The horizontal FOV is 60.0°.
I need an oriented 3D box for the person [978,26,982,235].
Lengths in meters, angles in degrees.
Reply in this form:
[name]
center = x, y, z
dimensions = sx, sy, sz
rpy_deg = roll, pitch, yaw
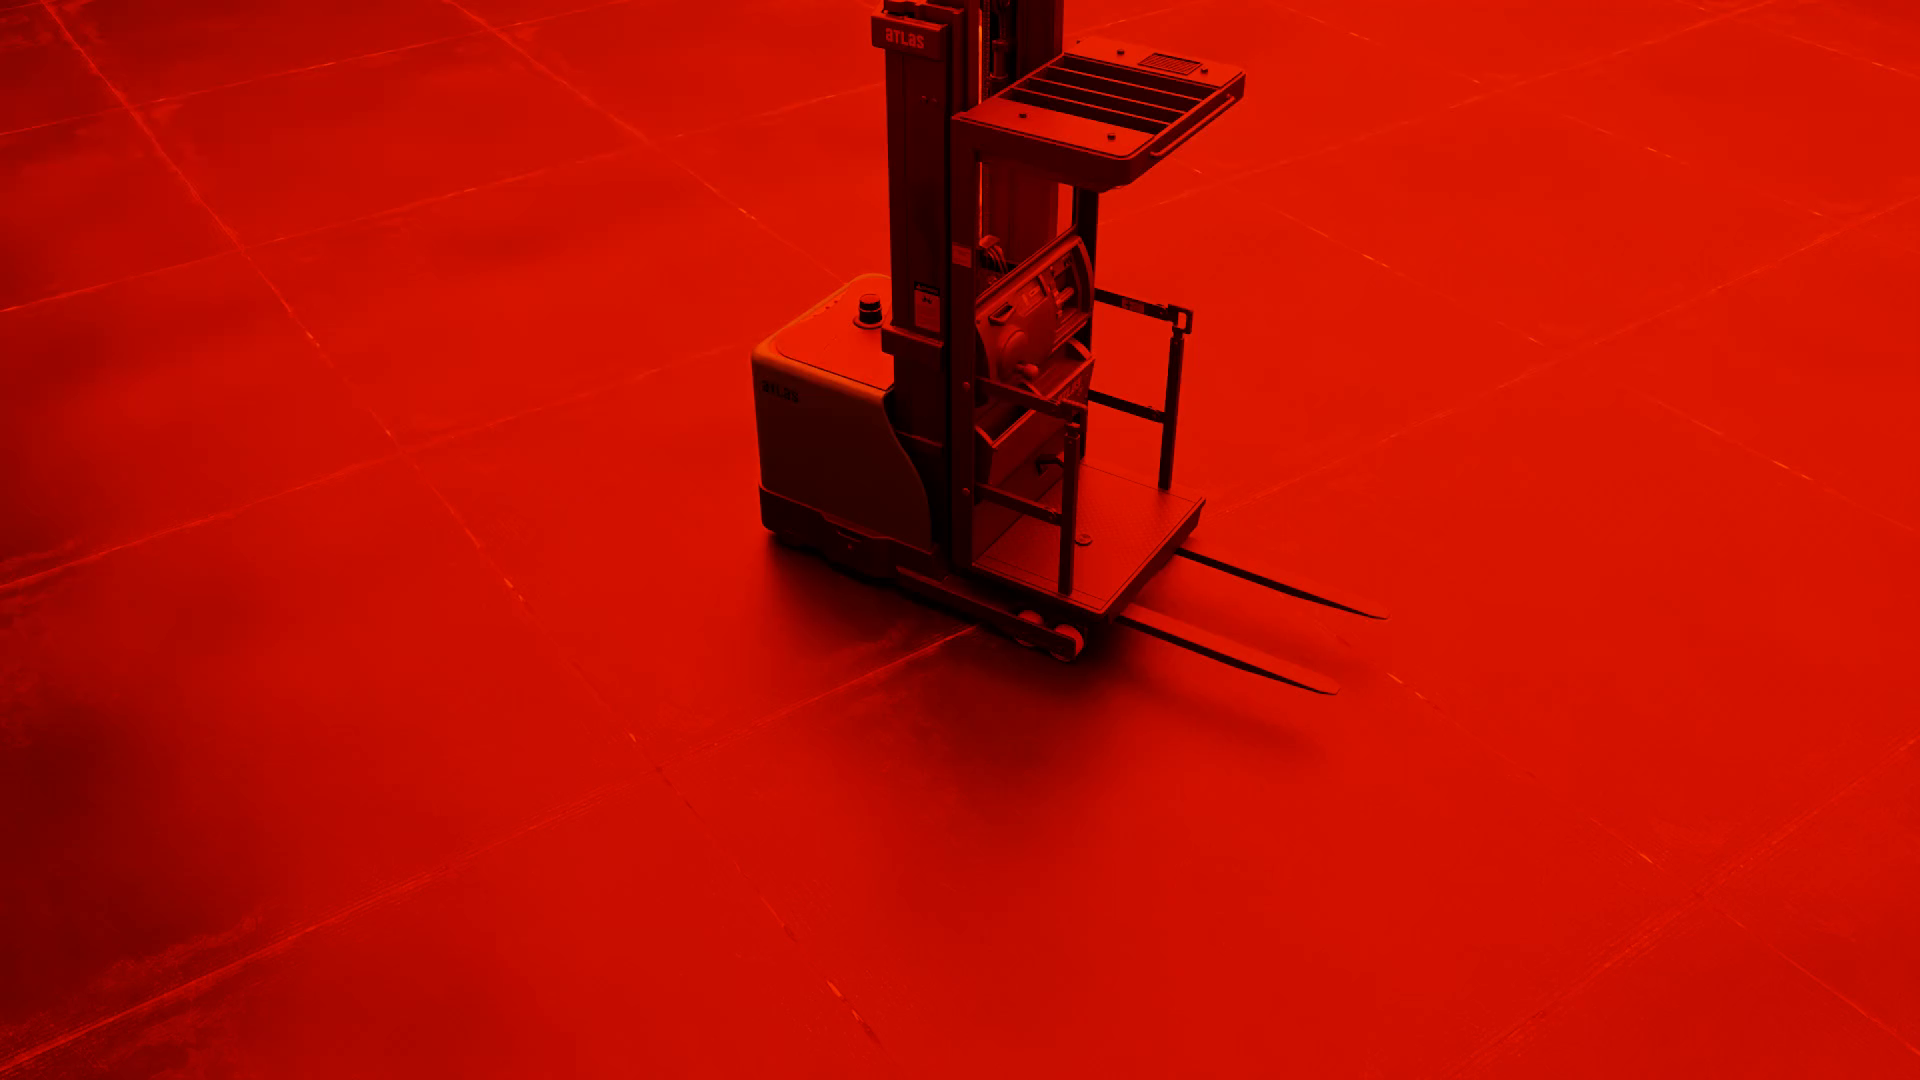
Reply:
[person]
center = -0.094, -2.691, 10.532
dimensions = 0.637, 1.787, 0.564
rpy_deg = -17, 40, -21

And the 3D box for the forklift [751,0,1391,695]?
[forklift]
center = 0.514, -0.985, 7.276
dimensions = 3.031, 2.935, 1.130
rpy_deg = 21, 41, 26
